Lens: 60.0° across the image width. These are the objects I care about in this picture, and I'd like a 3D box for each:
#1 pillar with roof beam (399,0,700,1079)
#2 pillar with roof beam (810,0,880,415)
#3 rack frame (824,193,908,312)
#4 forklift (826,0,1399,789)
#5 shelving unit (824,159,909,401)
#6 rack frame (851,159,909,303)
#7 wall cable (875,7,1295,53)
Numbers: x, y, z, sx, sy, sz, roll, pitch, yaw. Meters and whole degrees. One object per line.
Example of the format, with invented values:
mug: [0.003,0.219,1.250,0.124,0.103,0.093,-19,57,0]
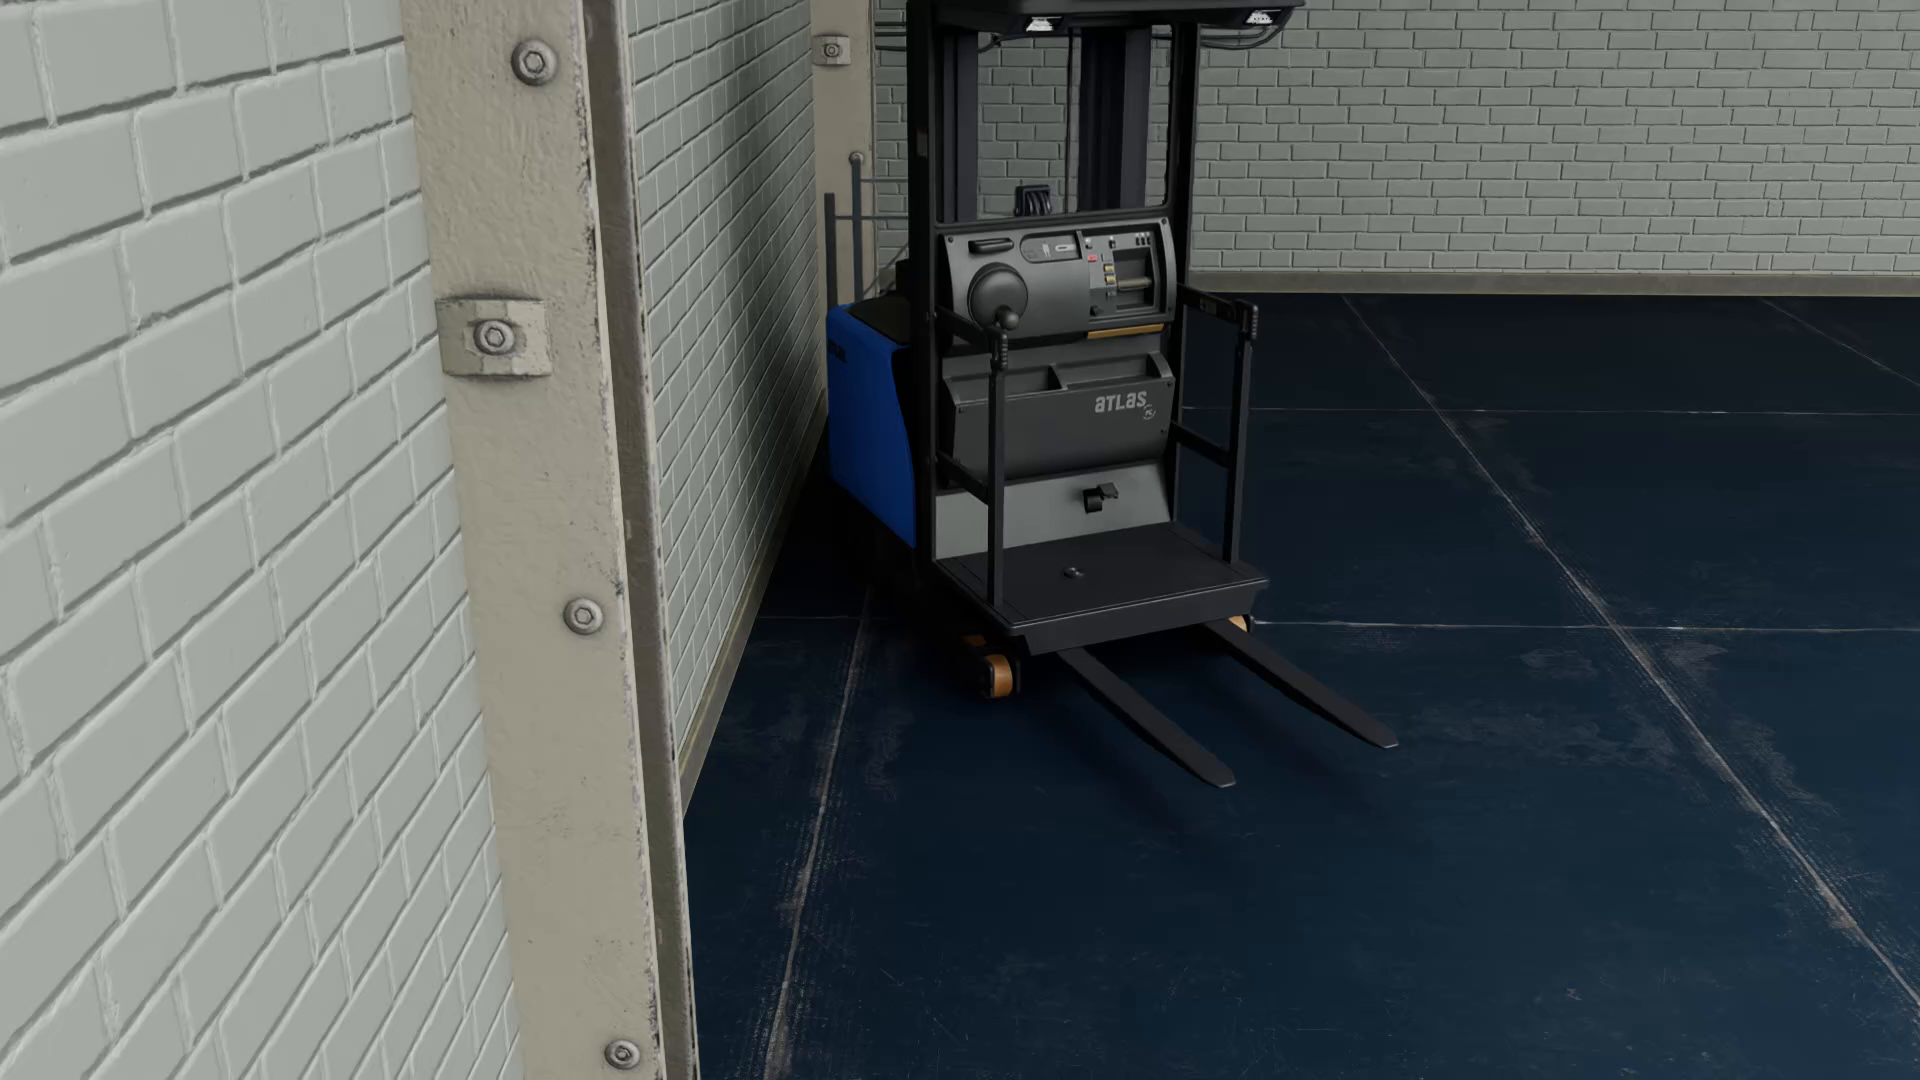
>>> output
pillar with roof beam: [3.502,-2.751,2.180,9.100,9.000,0.400,1,21,2]
pillar with roof beam: [3.685,-4.921,7.771,9.100,9.000,0.400,1,21,2]
rack frame: [-0.344,-0.818,7.563,0.500,1.500,0.032,1,21,3]
forklift: [0.467,-0.965,5.963,1.130,2.935,3.031,-9,23,-22]
shelving unit: [-0.316,-1.001,8.036,0.538,1.500,1.048,1,21,3]
rack frame: [-0.287,-1.185,8.509,0.500,1.500,0.032,1,21,3]
wall cable: [0.793,-4.571,11.162,3.097,2.526,0.112,1,21,2]
